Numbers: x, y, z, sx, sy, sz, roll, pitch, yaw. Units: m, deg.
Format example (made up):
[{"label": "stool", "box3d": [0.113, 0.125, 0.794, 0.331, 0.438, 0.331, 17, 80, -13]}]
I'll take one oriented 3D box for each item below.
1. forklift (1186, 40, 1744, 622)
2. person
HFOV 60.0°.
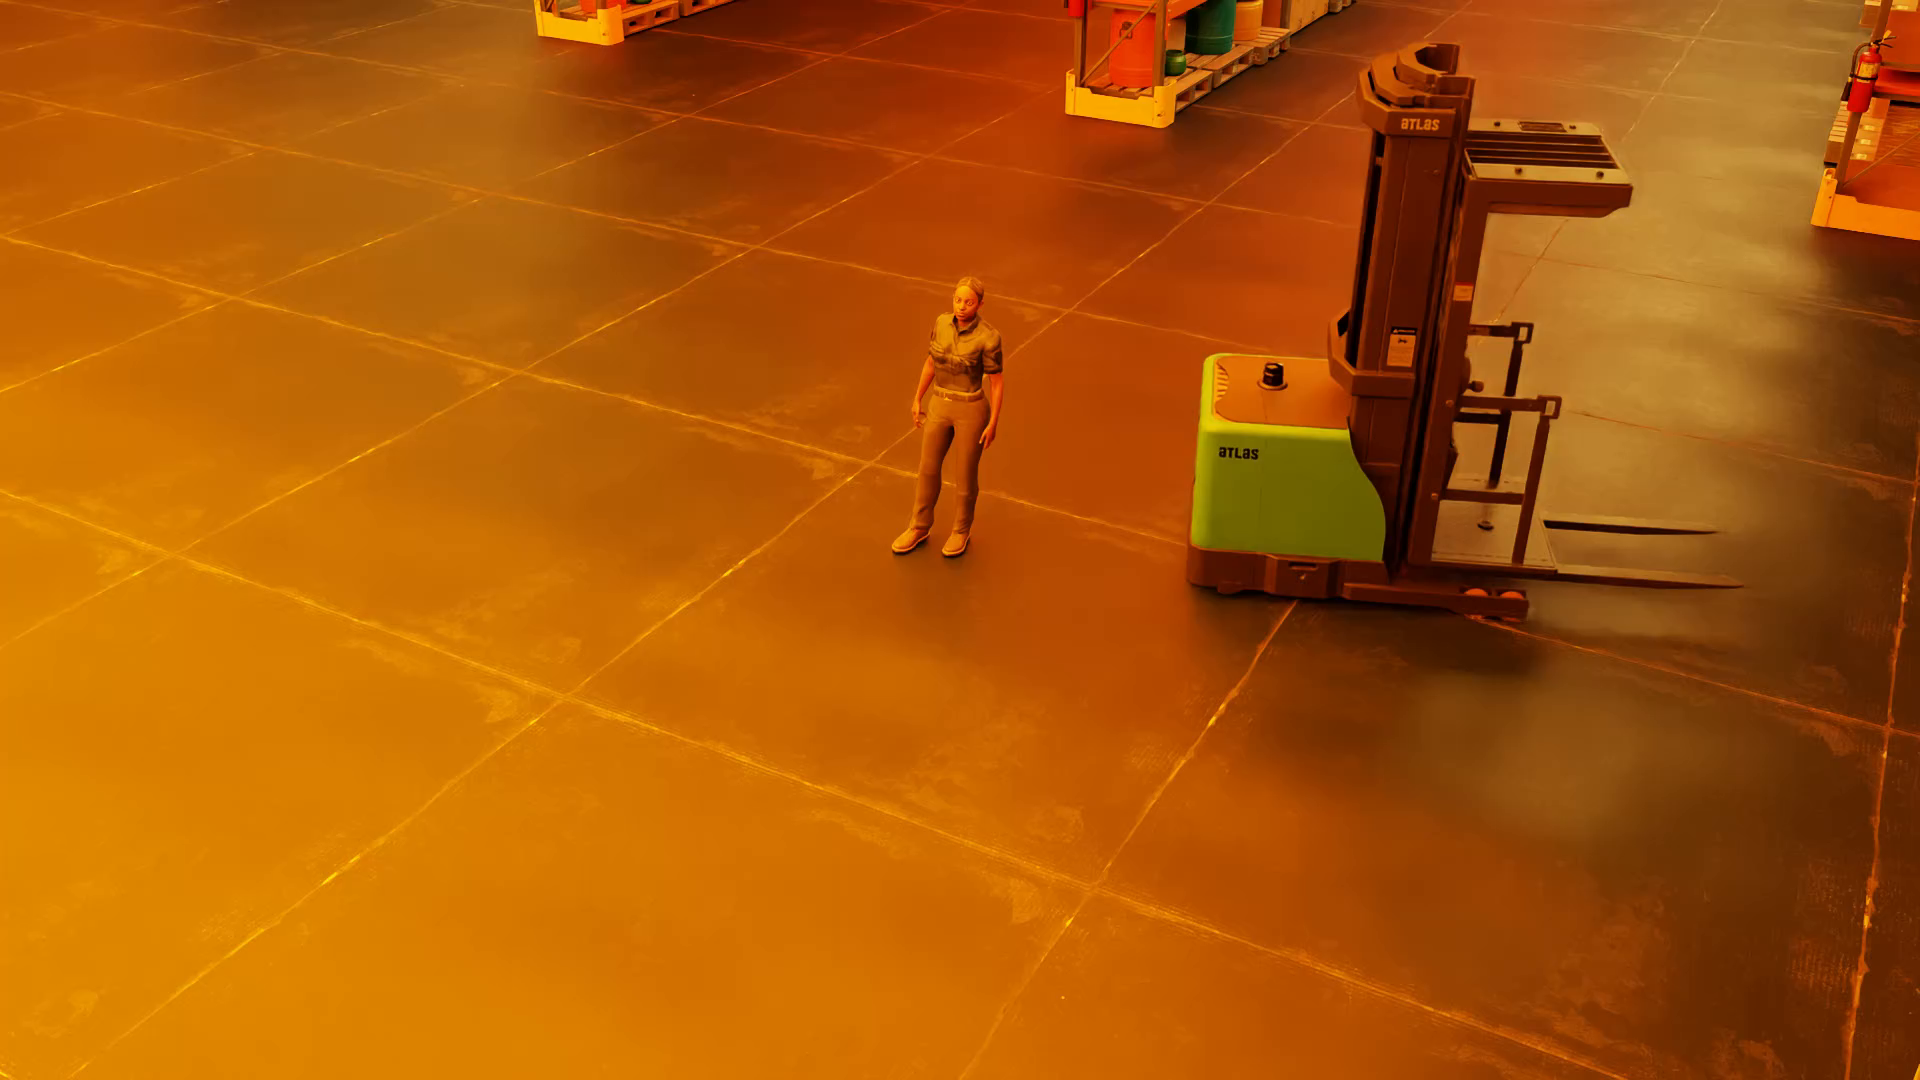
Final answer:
[{"label": "forklift", "box3d": [2.851, -1.100, 8.977, 3.031, 2.935, 1.130, 4, 30, 7]}, {"label": "person", "box3d": [-0.060, -0.690, 9.527, 0.569, 1.656, 0.503, 15, 33, 25]}]
